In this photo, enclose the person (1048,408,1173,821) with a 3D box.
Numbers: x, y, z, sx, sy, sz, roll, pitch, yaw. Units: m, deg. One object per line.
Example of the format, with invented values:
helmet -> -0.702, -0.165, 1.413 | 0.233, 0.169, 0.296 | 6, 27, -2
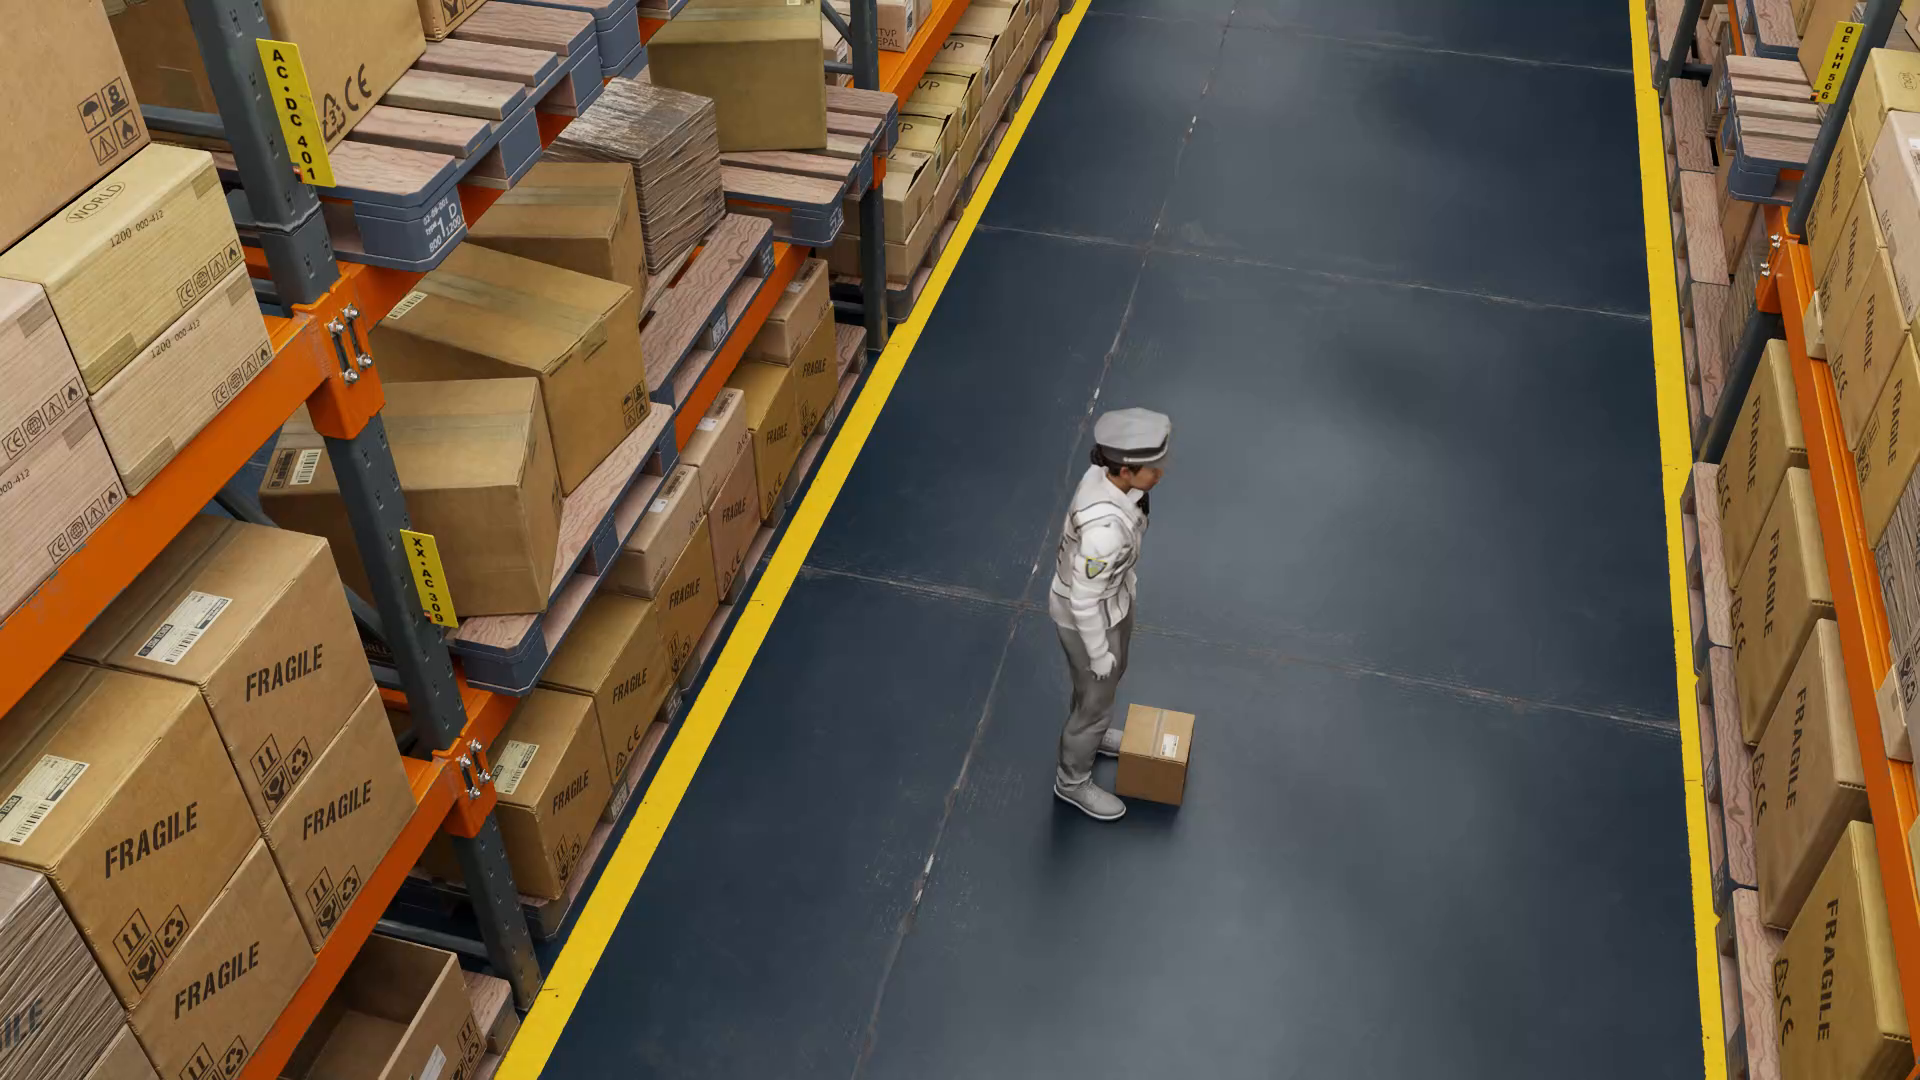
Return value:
person -> 0.504, 0.249, 5.871 | 0.371, 1.663, 0.530 | 10, 42, 12
